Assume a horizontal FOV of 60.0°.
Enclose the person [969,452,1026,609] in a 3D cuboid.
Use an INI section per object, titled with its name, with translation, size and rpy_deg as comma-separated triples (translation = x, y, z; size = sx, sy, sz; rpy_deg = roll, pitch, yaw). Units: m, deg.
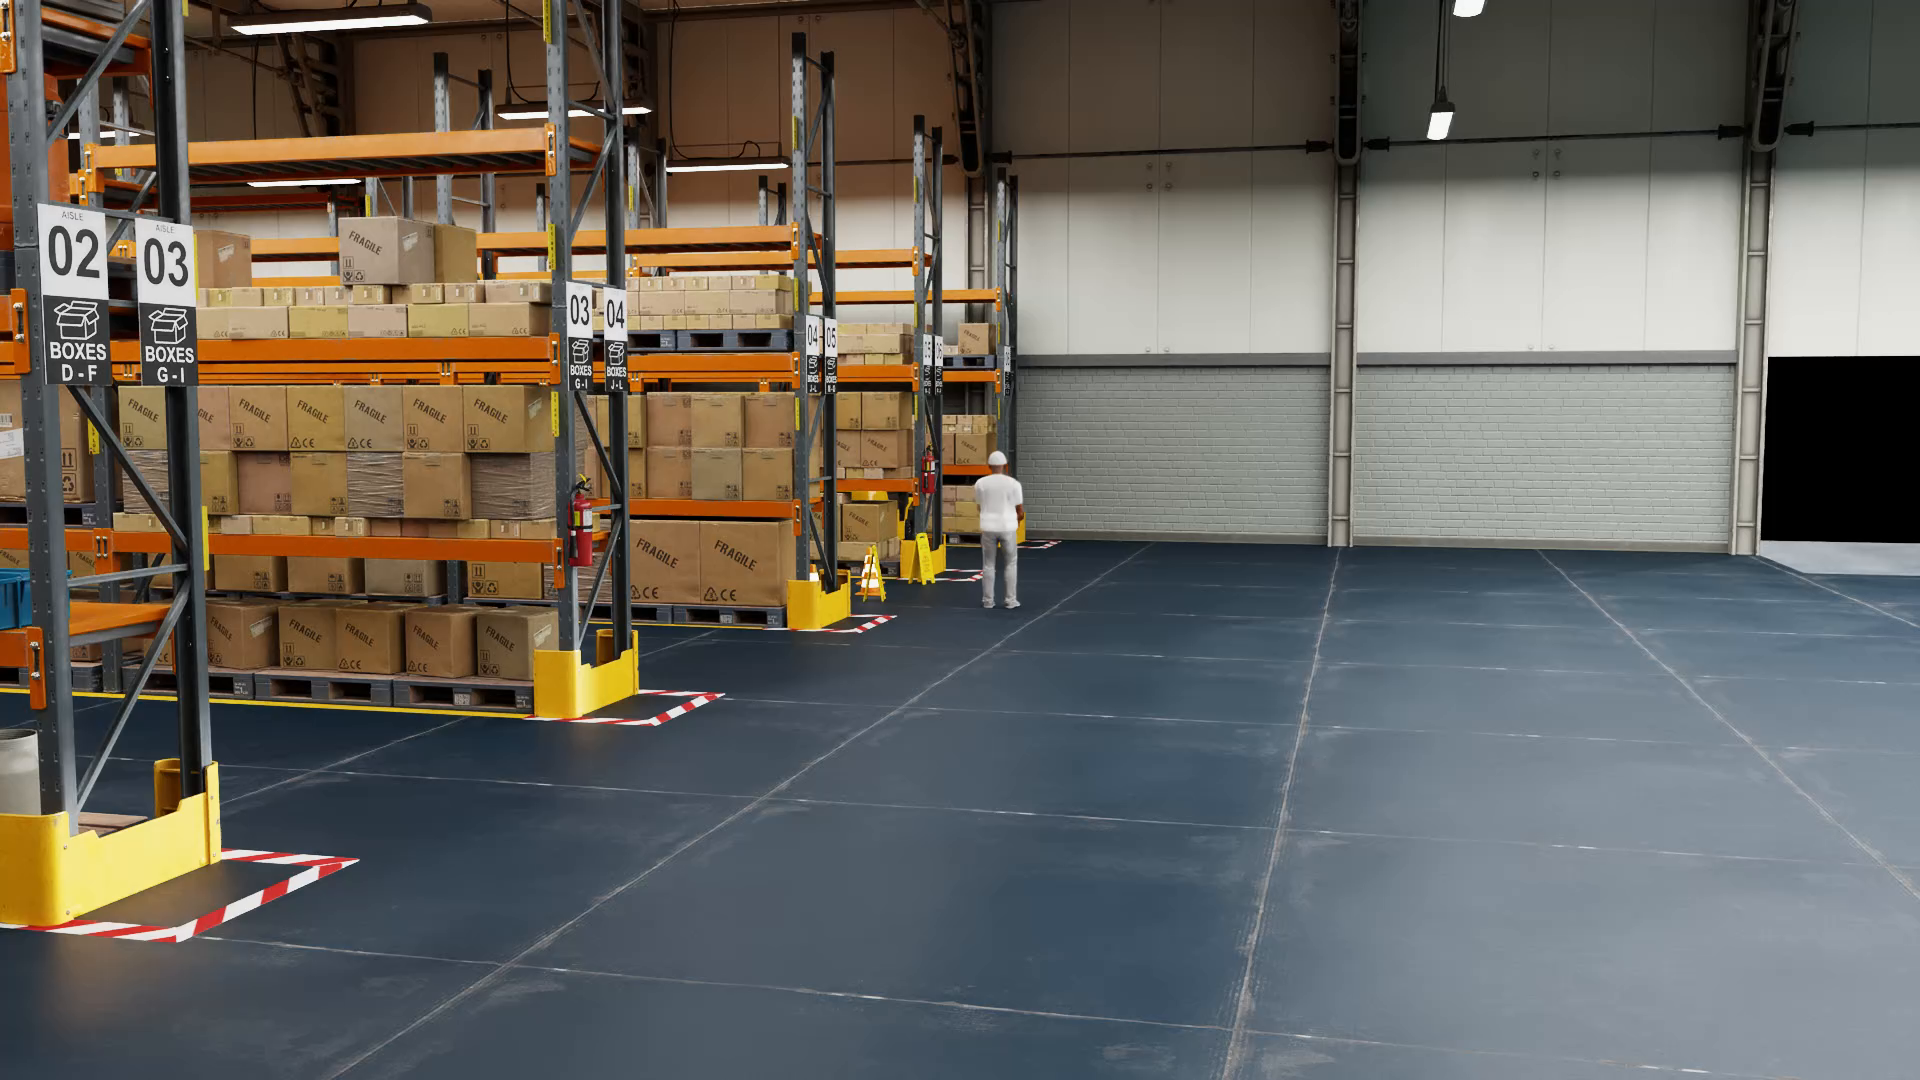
[person]
translation = 0.425, -0.112, 18.753
size = 0.636, 1.761, 0.454
rpy_deg = 1, 5, 11
